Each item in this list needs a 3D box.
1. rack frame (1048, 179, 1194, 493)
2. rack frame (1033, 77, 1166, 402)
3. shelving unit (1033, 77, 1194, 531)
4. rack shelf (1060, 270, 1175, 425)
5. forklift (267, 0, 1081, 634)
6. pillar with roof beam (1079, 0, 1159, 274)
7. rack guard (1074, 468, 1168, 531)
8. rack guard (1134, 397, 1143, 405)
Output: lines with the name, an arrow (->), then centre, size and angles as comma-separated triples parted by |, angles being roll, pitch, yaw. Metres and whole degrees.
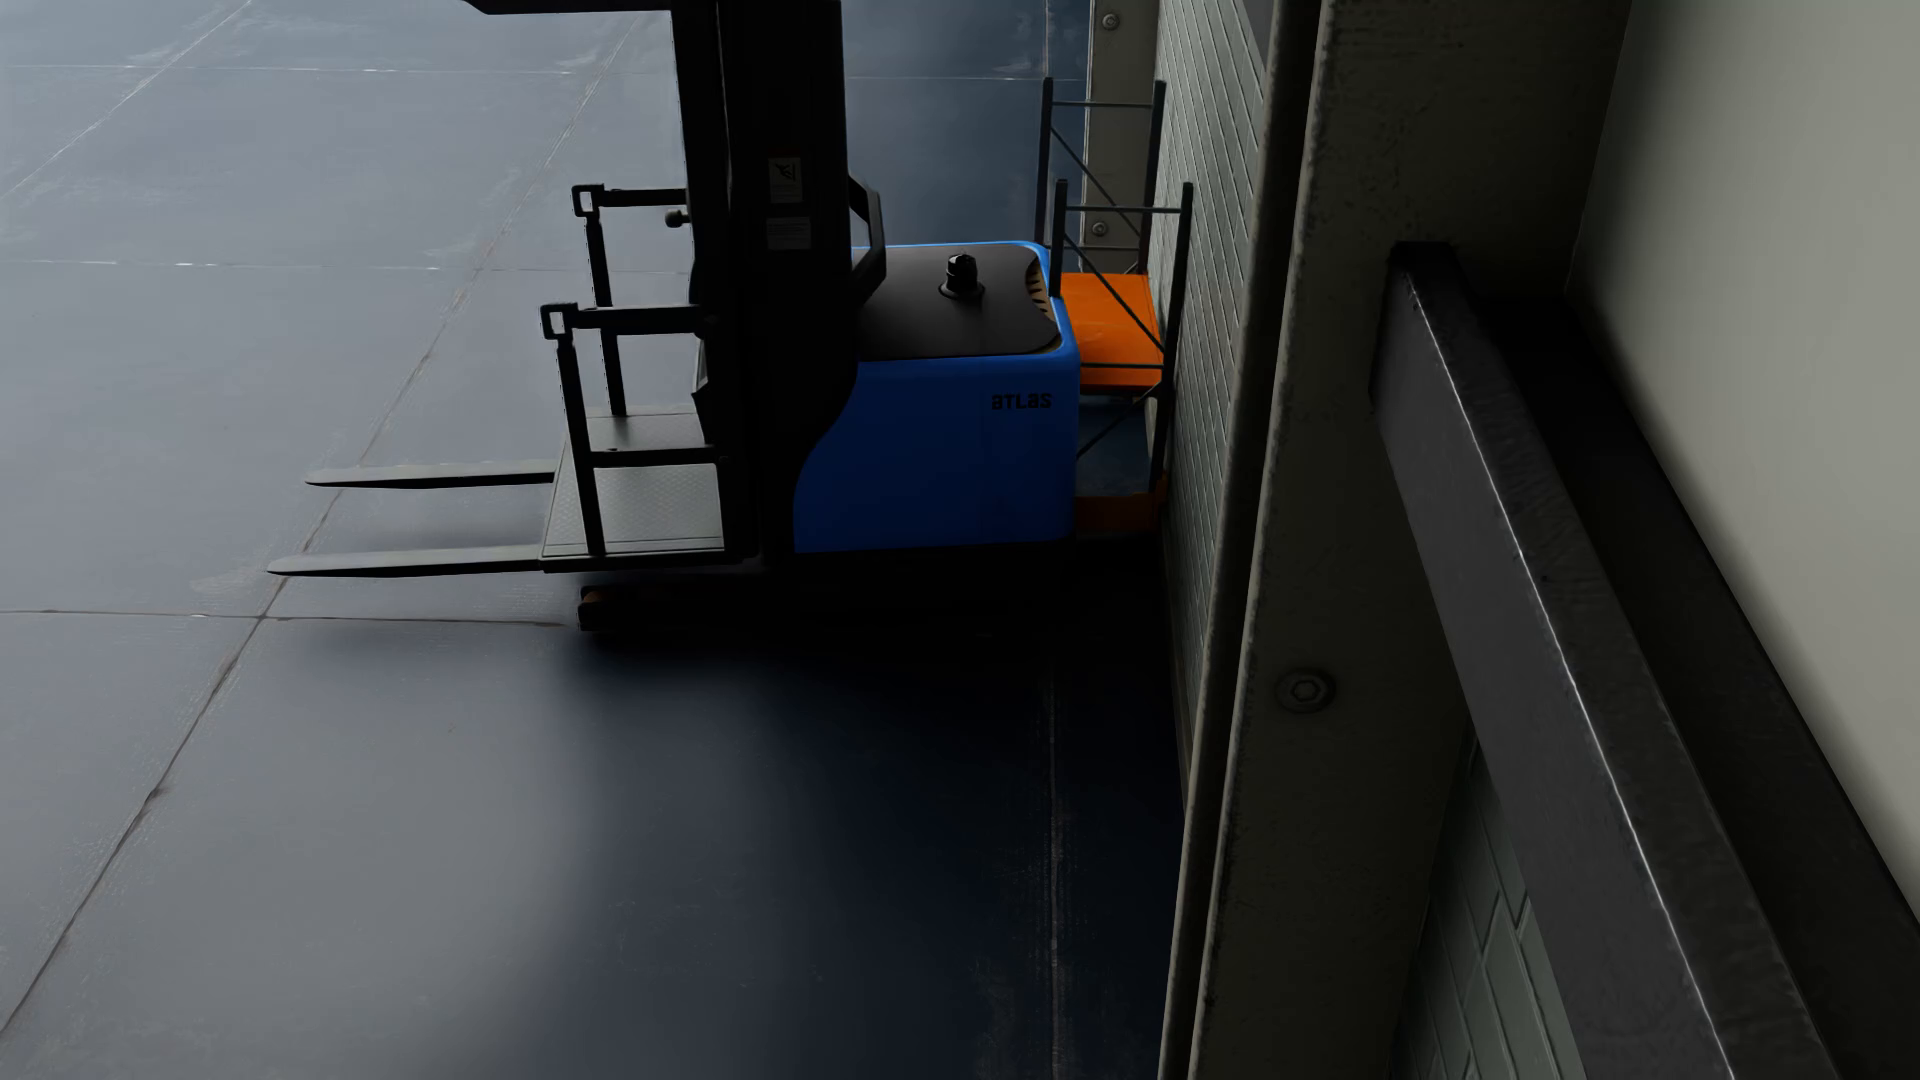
rack frame -> 0.569, -0.664, 6.355 | 0.500, 1.500, 0.032 | 1, 36, -1
rack frame -> 0.565, -1.257, 7.181 | 0.500, 1.500, 0.032 | 1, 36, -1
shelving unit -> 0.567, -0.966, 6.775 | 0.587, 1.500, 1.083 | 1, 36, -1
rack shelf -> 0.561, -0.815, 6.873 | 0.538, 0.185, 1.000 | 1, 36, -1
forklift -> -1.105, -1.165, 5.859 | 3.031, 2.935, 1.130 | -3, 35, -4
pillar with roof beam -> -3.523, -5.134, 6.229 | 9.100, 9.000, 0.400 | 1, 35, 2
rack guard -> 0.550, -0.168, 6.735 | 0.587, 0.250, 0.087 | 1, 36, -1
rack guard -> 0.547, -0.749, 7.544 | 0.587, 0.250, 0.087 | 1, 36, -1
